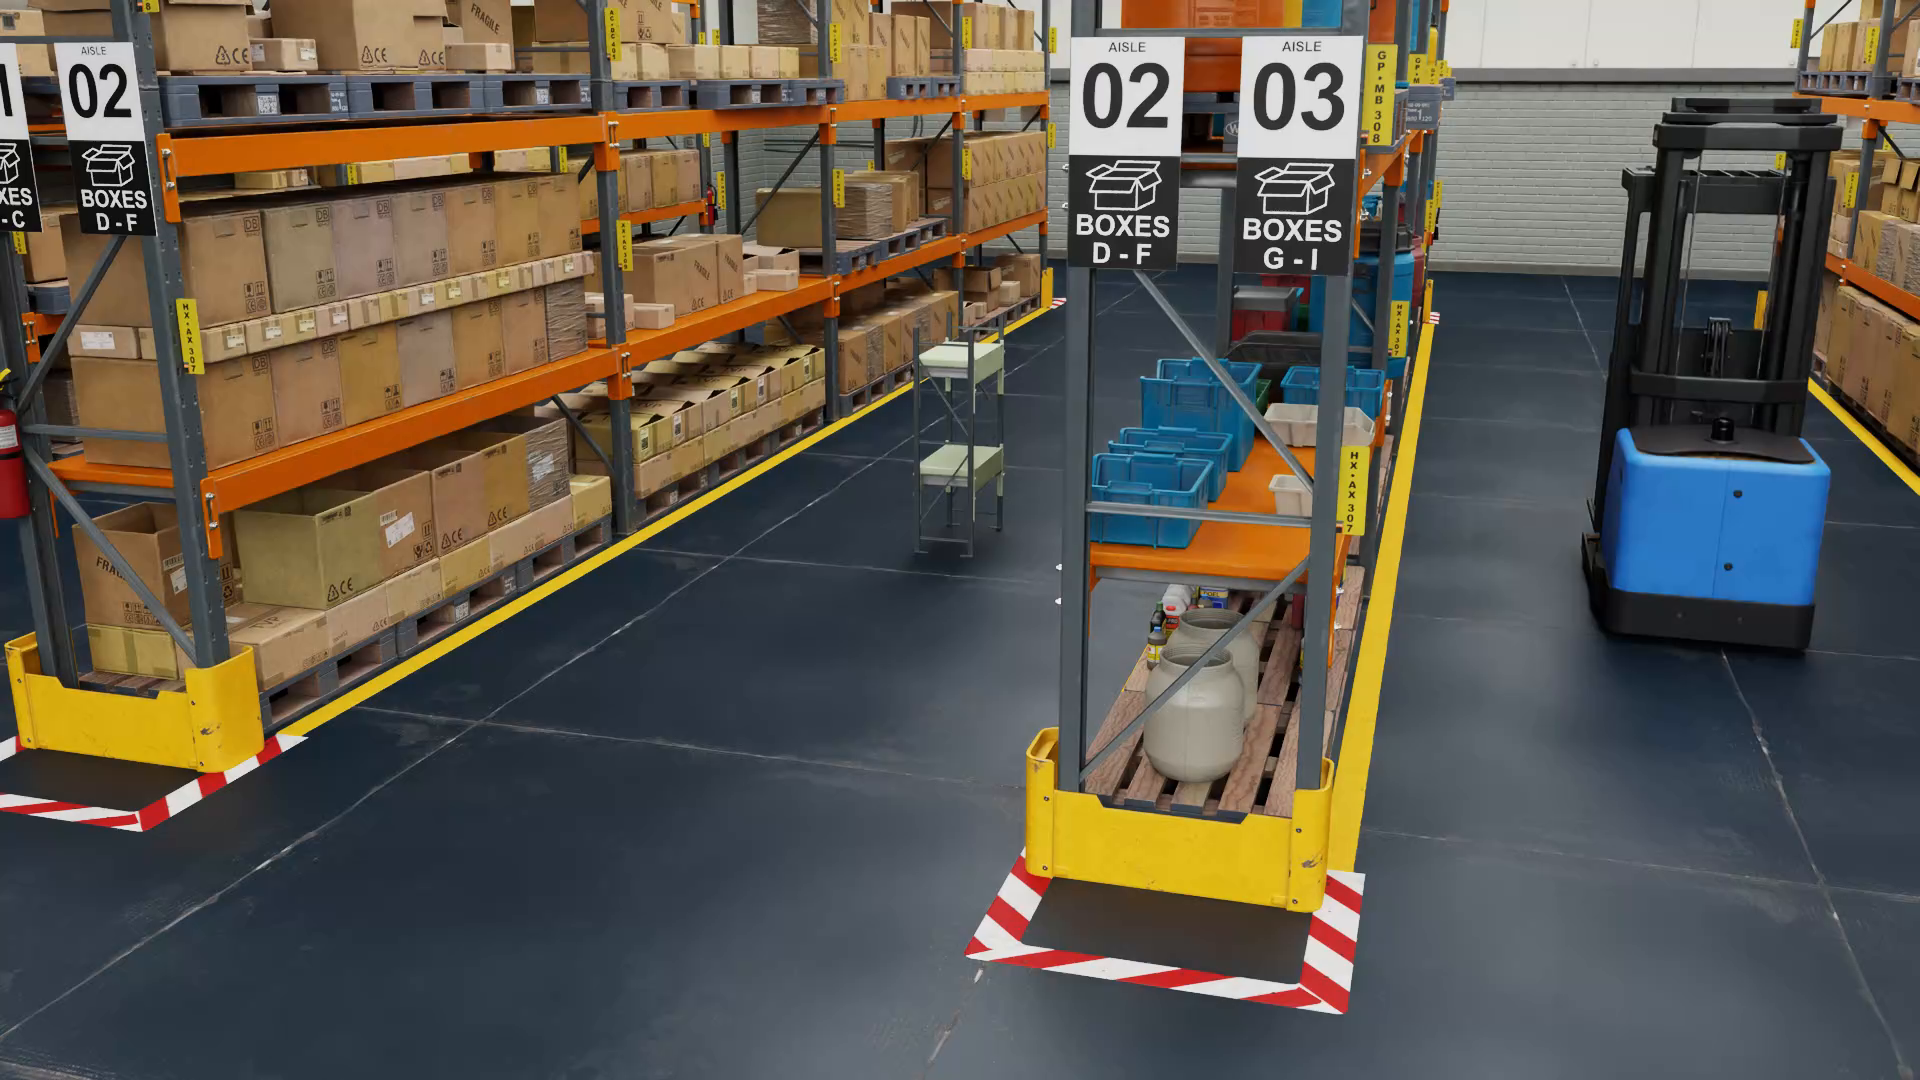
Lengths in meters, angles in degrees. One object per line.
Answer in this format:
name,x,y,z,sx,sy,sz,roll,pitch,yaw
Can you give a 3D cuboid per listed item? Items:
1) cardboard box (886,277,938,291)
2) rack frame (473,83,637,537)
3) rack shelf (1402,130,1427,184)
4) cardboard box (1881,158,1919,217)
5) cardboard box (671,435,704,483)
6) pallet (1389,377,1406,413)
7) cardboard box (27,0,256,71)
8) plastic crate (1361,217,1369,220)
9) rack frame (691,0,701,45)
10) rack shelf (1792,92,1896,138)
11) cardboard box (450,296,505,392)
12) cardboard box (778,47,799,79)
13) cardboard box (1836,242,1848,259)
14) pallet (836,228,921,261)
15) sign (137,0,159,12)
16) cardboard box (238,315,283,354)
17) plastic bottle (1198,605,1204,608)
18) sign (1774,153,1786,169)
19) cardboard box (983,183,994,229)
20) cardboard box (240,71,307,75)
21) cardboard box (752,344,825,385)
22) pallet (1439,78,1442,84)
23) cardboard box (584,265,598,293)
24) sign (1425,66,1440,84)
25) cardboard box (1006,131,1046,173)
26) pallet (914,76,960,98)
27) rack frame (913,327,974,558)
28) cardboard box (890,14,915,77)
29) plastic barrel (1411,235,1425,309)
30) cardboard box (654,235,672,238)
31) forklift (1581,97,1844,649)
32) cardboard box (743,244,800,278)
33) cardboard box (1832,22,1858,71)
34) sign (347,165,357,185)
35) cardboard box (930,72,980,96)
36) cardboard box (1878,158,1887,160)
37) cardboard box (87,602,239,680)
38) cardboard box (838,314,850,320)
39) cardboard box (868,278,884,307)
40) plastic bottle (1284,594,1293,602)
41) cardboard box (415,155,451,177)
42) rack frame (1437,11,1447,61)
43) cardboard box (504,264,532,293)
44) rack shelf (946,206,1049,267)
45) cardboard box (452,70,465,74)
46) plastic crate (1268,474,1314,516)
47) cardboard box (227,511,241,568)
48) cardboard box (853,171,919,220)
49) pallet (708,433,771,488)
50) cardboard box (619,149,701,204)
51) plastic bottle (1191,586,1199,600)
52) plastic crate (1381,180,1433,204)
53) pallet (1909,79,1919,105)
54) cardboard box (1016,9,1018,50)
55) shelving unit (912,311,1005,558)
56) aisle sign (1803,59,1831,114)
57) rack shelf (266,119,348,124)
cardboard box,-0.569,-2.792,19.451,0.500,0.500,0.500,5,16,16
rack frame,-2.733,-1.519,11.188,1.000,3.000,0.127,5,16,16
rack shelf,2.584,-2.754,11.364,1.077,0.370,4.000,5,16,16
cardboard box,8.864,-3.206,15.113,0.797,0.503,0.637,4,16,14
cardboard box,-2.234,-0.618,12.281,0.500,0.250,0.500,5,17,17
pallet,3.685,-1.367,15.761,1.003,0.211,1.213,5,16,16
cardboard box,-3.702,-2.385,7.528,0.797,0.503,0.637,6,17,20
plastic crate,4.496,-3.608,18.926,0.293,0.136,0.466,5,16,16
rack frame,-4.073,-7.928,22.789,1.000,3.000,0.127,5,16,16
rack shelf,9.606,-4.463,17.389,1.077,0.370,4.000,5,16,16
cardboard box,-3.143,-1.181,9.813,0.700,0.500,0.500,5,17,17
cardboard box,-1.671,-4.015,13.998,0.500,0.250,0.500,3,16,12
cardboard box,8.810,-2.827,16.260,0.380,0.149,0.250,5,17,16
pallet,-1.048,-2.982,16.699,1.003,0.211,1.213,5,16,16
sign,-3.339,-2.330,6.802,0.100,0.325,0.005,5,16,16
cardboard box,-3.479,-0.988,7.944,0.380,0.149,0.250,4,16,14
plastic bottle,1.243,0.437,8.613,0.097,0.201,0.097,0,16,0
sign,9.644,-4.389,19.573,0.100,0.325,0.005,5,16,16
cardboard box,0.089,-3.907,19.422,0.500,0.500,0.500,5,17,17
cardboard box,-6.292,-4.149,15.091,0.500,0.311,0.500,5,16,16
cardboard box,-1.509,-1.558,14.569,0.500,0.311,0.500,5,17,17
pallet,3.463,-3.725,13.815,1.003,0.211,1.213,5,16,16
cardboard box,-4.899,-3.182,20.864,0.700,0.500,0.500,5,17,17
sign,3.682,-3.532,12.981,0.100,0.325,0.005,5,16,16
cardboard box,0.815,-5.050,21.621,0.500,0.500,0.500,4,16,15
pallet,-0.712,-4.800,17.601,1.213,0.211,1.003,5,16,16
rack frame,-0.106,-0.624,10.781,0.400,1.500,0.023,5,16,16
cardboard box,-0.841,-5.051,17.006,0.600,0.600,0.600,4,16,15
plastic barrel,3.311,-2.101,12.991,0.600,0.536,0.708,5,16,16
cardboard box,-4.038,-4.115,22.962,0.380,0.149,0.250,4,16,15
forklift,4.539,-1.183,10.128,1.130,2.935,3.031,5,17,16
cardboard box,-1.741,-2.431,14.566,0.500,0.311,0.500,6,17,19
cardboard box,9.702,-5.214,17.580,0.700,0.500,0.500,3,16,12
sign,-5.823,-3.428,15.942,0.100,0.325,0.005,5,16,16
cardboard box,-0.084,-5.091,18.559,0.500,0.250,0.500,5,16,16
cardboard box,9.710,-3.645,17.038,0.500,0.500,0.500,4,16,14
cardboard box,-4.000,0.485,8.392,0.500,0.250,0.500,5,16,16
cardboard box,-1.408,-1.973,16.563,0.500,0.500,0.500,4,16,14
cardboard box,-1.114,-2.613,17.444,0.500,0.250,0.500,5,16,16
plastic bottle,1.905,0.201,9.310,0.152,0.276,0.135,5,16,16
cardboard box,-5.680,-3.881,17.376,0.500,0.250,0.500,5,17,16
rack frame,5.426,-7.160,20.080,1.000,3.000,0.127,5,16,16
cardboard box,-2.822,-1.589,10.064,0.380,0.149,0.250,5,16,16
rack shelf,0.109,-3.789,20.510,1.077,0.370,4.000,5,16,16
cardboard box,-5.661,-5.326,18.122,0.700,0.500,0.500,4,16,15
plastic crate,1.442,-0.170,6.914,0.298,0.136,0.250,5,16,16
cardboard box,-3.732,-0.139,9.217,0.500,0.500,0.500,5,16,16
cardboard box,-0.808,-3.756,18.120,0.700,0.500,0.500,-1,16,-3
pallet,-2.216,-0.694,13.388,1.003,0.211,1.213,5,16,16
cardboard box,-4.208,-5.052,23.094,0.980,0.700,0.700,5,17,18
plastic bottle,1.214,0.268,8.935,0.144,0.351,0.185,4,16,15
plastic crate,5.510,-4.217,20.526,0.616,0.435,0.499,5,16,16
pallet,8.348,-3.614,13.423,1.003,0.211,1.213,5,17,18
cardboard box,0.324,-6.371,20.781,0.700,0.500,0.500,5,16,16
shelving unit,-0.002,-0.720,11.119,0.431,1.500,0.755,5,16,16
aisle sign,9.907,-5.182,19.339,0.394,0.787,0.004,5,16,16
rack shelf,-5.778,-4.569,17.762,1.077,0.370,4.000,5,16,16
